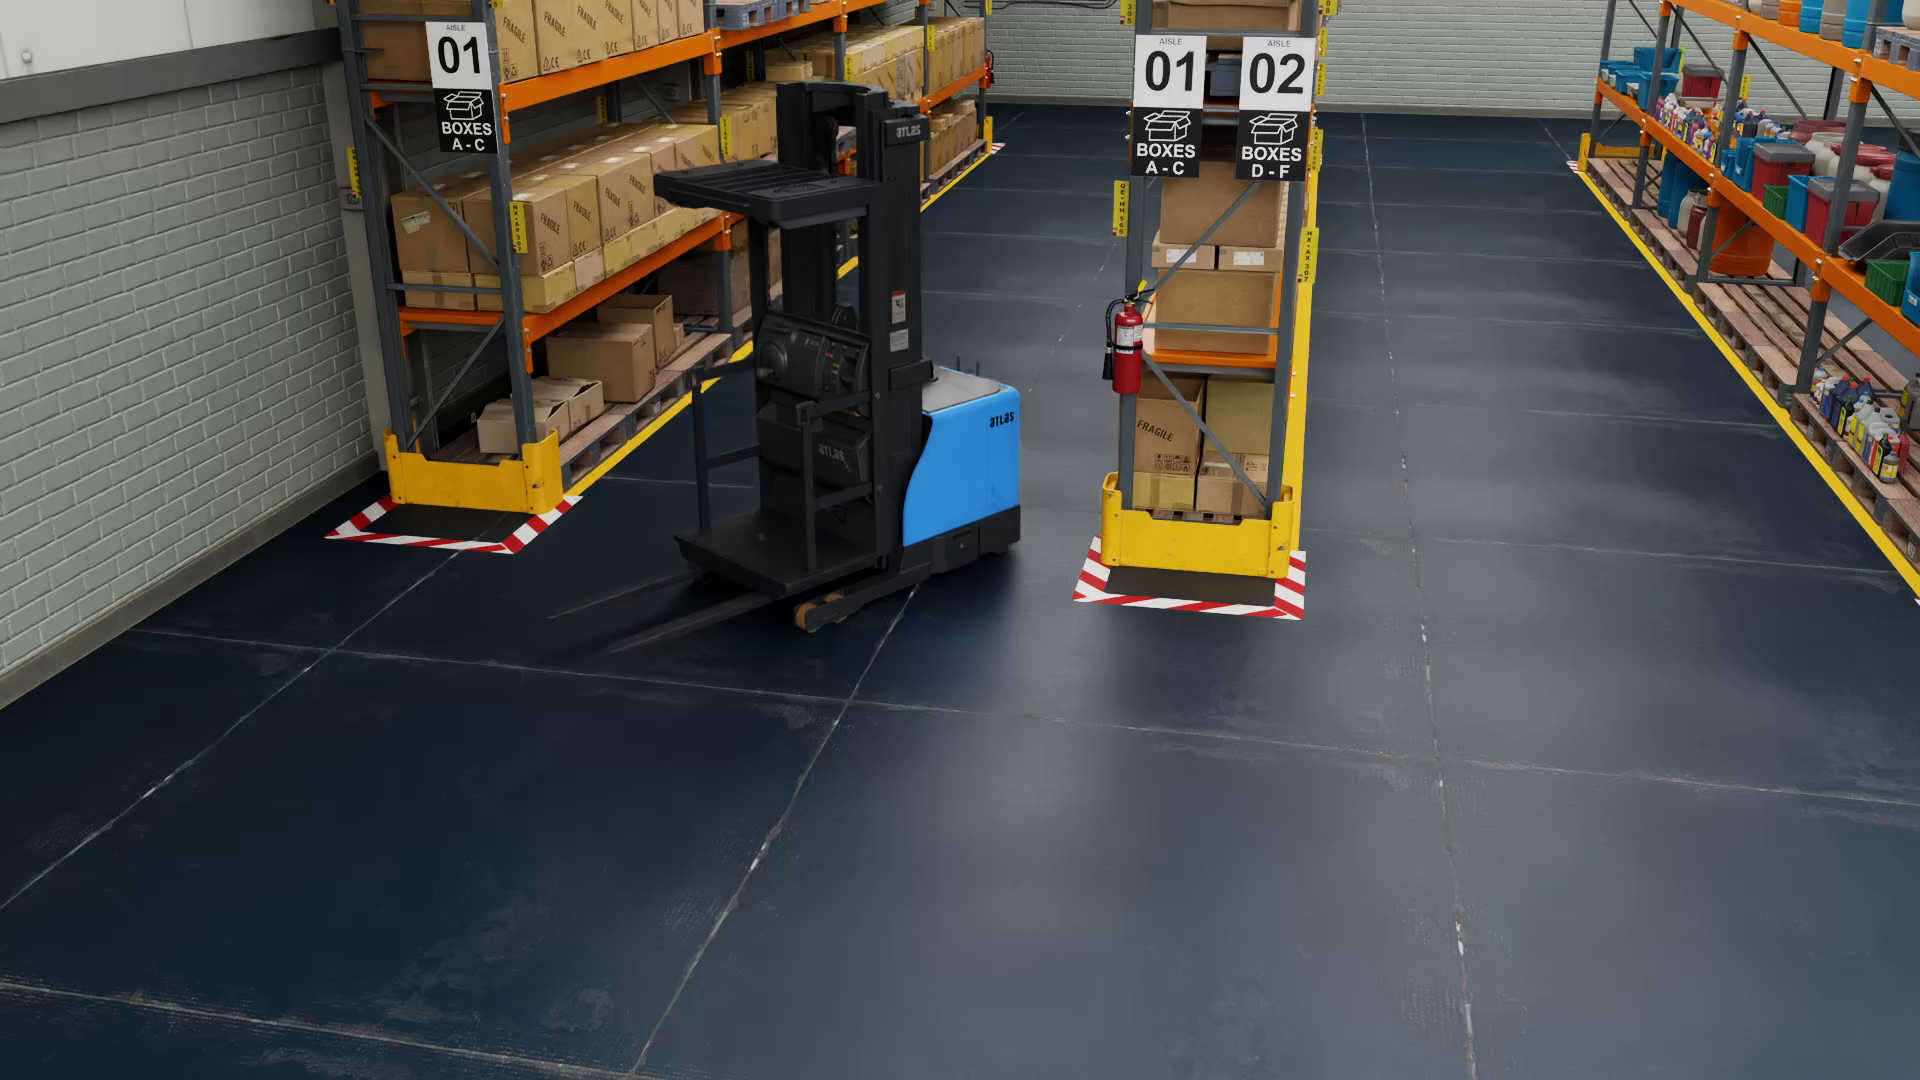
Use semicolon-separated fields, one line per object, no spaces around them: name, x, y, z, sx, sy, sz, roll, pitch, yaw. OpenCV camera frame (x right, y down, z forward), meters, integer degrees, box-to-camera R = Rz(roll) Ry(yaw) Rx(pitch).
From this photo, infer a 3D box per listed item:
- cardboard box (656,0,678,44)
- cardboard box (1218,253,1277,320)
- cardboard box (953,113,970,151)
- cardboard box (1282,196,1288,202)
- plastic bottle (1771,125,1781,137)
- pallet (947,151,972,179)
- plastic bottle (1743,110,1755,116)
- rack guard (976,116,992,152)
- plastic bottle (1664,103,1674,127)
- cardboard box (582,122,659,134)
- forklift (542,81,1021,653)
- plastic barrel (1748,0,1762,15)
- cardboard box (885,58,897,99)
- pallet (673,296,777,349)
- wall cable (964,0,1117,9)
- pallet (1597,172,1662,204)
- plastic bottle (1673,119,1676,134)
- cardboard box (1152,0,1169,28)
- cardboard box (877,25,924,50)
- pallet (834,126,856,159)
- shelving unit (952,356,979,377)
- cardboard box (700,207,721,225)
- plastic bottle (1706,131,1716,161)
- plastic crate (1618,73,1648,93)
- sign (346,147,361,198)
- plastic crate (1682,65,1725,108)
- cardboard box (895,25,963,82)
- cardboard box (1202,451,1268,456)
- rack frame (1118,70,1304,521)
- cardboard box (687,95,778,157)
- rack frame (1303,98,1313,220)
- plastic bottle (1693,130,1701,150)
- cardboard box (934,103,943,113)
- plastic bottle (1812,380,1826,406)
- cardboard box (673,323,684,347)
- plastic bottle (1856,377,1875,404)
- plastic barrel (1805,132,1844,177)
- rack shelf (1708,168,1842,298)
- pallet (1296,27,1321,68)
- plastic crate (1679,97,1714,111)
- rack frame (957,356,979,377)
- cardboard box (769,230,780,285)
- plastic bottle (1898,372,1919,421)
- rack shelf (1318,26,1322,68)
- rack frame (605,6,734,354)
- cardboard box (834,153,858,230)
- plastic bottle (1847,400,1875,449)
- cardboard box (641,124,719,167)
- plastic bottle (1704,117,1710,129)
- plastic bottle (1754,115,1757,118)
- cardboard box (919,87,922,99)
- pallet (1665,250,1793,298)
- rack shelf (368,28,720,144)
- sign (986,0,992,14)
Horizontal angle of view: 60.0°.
cardboard box;-2.523;-4.163;13.000;0.500;0.500;0.500;3;22;6
cardboard box;1.698;-1.673;10.859;0.700;0.500;0.500;5;22;12
cardboard box;-0.245;-6.081;24.722;0.700;0.500;0.500;4;22;11
cardboard box;2.093;-2.301;11.550;0.380;0.149;0.250;5;22;11
plastic bottle;8.592;-4.228;17.509;0.097;0.271;0.097;0;22;0
pallet;-0.436;-5.456;24.118;1.003;0.211;1.213;4;22;11
plastic bottle;8.815;-4.681;18.627;0.152;0.276;0.135;4;22;11
rack guard;-0.093;-6.342;25.931;1.175;0.500;0.348;4;22;11
plastic bottle;8.192;-4.900;19.178;0.097;0.271;0.097;0;22;0
cardboard box;-2.847;-3.235;14.042;0.500;0.500;0.500;4;22;10
forklift;-1.011;-1.046;9.528;3.031;2.935;1.130;-20;30;-41
plastic barrel;7.605;-5.165;15.497;0.421;0.512;0.421;0;22;0
cardboard box;-1.064;-5.482;19.891;0.500;0.500;0.500;5;22;12
pallet;-2.389;-2.095;15.773;1.003;0.211;1.213;4;22;11
wall cable;1.406;-10.876;29.970;3.097;2.526;0.112;4;22;11
pallet;9.143;-4.700;22.242;1.003;0.211;1.213;4;22;11
plastic bottle;8.077;-4.663;18.683;0.097;0.201;0.097;0;22;0
cardboard box;1.464;-3.287;10.437;0.500;0.250;0.500;4;22;11
cardboard box;-0.759;-6.381;21.119;0.500;0.250;0.500;5;22;12
pallet;-1.772;-4.209;17.546;1.213;0.211;1.003;4;22;11
shelving unit;-0.033;-0.677;11.130;0.252;1.050;0.215;-20;30;-41
cardboard box;-2.347;-2.847;14.082;0.500;0.250;0.500;5;22;11
plastic bottle;7.680;-4.022;16.982;0.061;0.283;0.133;4;22;11
plastic crate;8.898;-6.031;21.957;0.416;0.233;0.300;4;22;11
sign;-3.902;-2.374;10.761;0.100;0.325;0.005;4;22;11
plastic crate;9.212;-5.639;20.675;0.402;0.464;0.583;4;22;11
cardboard box;-0.494;-6.899;23.568;0.980;0.700;0.700;3;22;8
cardboard box;1.913;-0.546;11.313;0.500;0.250;0.500;4;22;11
rack frame;1.487;-1.265;9.979;1.000;3.000;0.127;4;22;11
cardboard box;-2.185;-3.985;16.010;0.700;0.500;0.500;8;23;18
rack frame;3.120;-4.190;17.243;1.000;3.000;0.127;4;22;11
plastic bottle;7.841;-4.239;17.629;0.097;0.201;0.097;0;22;0
cardboard box;-0.467;-6.349;24.519;0.380;0.149;0.250;5;22;11
plastic bottle;6.637;-1.134;12.812;0.097;0.201;0.097;0;22;0
cardboard box;-2.627;-1.796;14.501;0.380;0.166;0.250;2;22;4
plastic bottle;6.722;-1.049;12.401;0.144;0.351;0.185;4;22;11
plastic barrel;7.967;-3.471;15.307;0.421;0.512;0.421;0;22;0
rack shelf;7.560;-2.746;14.620;1.077;0.370;4.000;4;22;11
pallet;1.904;-3.319;11.183;1.003;0.211;1.213;4;22;11
plastic crate;9.019;-5.339;20.368;0.396;0.136;0.243;4;22;11
rack frame;0.053;-0.710;11.210;0.008;1.050;0.200;-20;30;-41
cardboard box;-2.213;-2.795;16.536;0.700;0.500;0.500;5;22;12
plastic bottle;7.161;-1.077;12.471;0.144;0.351;0.185;4;22;11
rack shelf;2.712;-4.517;15.001;1.077;0.370;4.000;4;22;11
rack frame;-2.547;-3.104;14.545;1.000;3.000;0.127;4;22;11
cardboard box;-1.452;-4.023;19.144;0.750;0.750;0.750;4;22;10
plastic bottle;6.456;-0.836;11.871;0.144;0.351;0.185;4;22;10
cardboard box;-2.340;-3.195;13.941;0.500;0.500;0.500;4;22;11
plastic bottle;8.045;-4.412;17.951;0.061;0.283;0.133;4;22;11
plastic bottle;8.684;-4.505;18.197;0.097;0.271;0.097;0;22;0
cardboard box;-0.706;-5.777;21.492;0.380;0.149;0.250;5;22;11
pallet;8.088;-2.810;17.547;1.003;0.211;1.213;4;22;11
rack shelf;-2.955;-3.430;12.303;1.077;0.370;4.000;4;22;11
sign;0.430;-8.093;25.066;0.100;0.325;0.005;4;22;11
